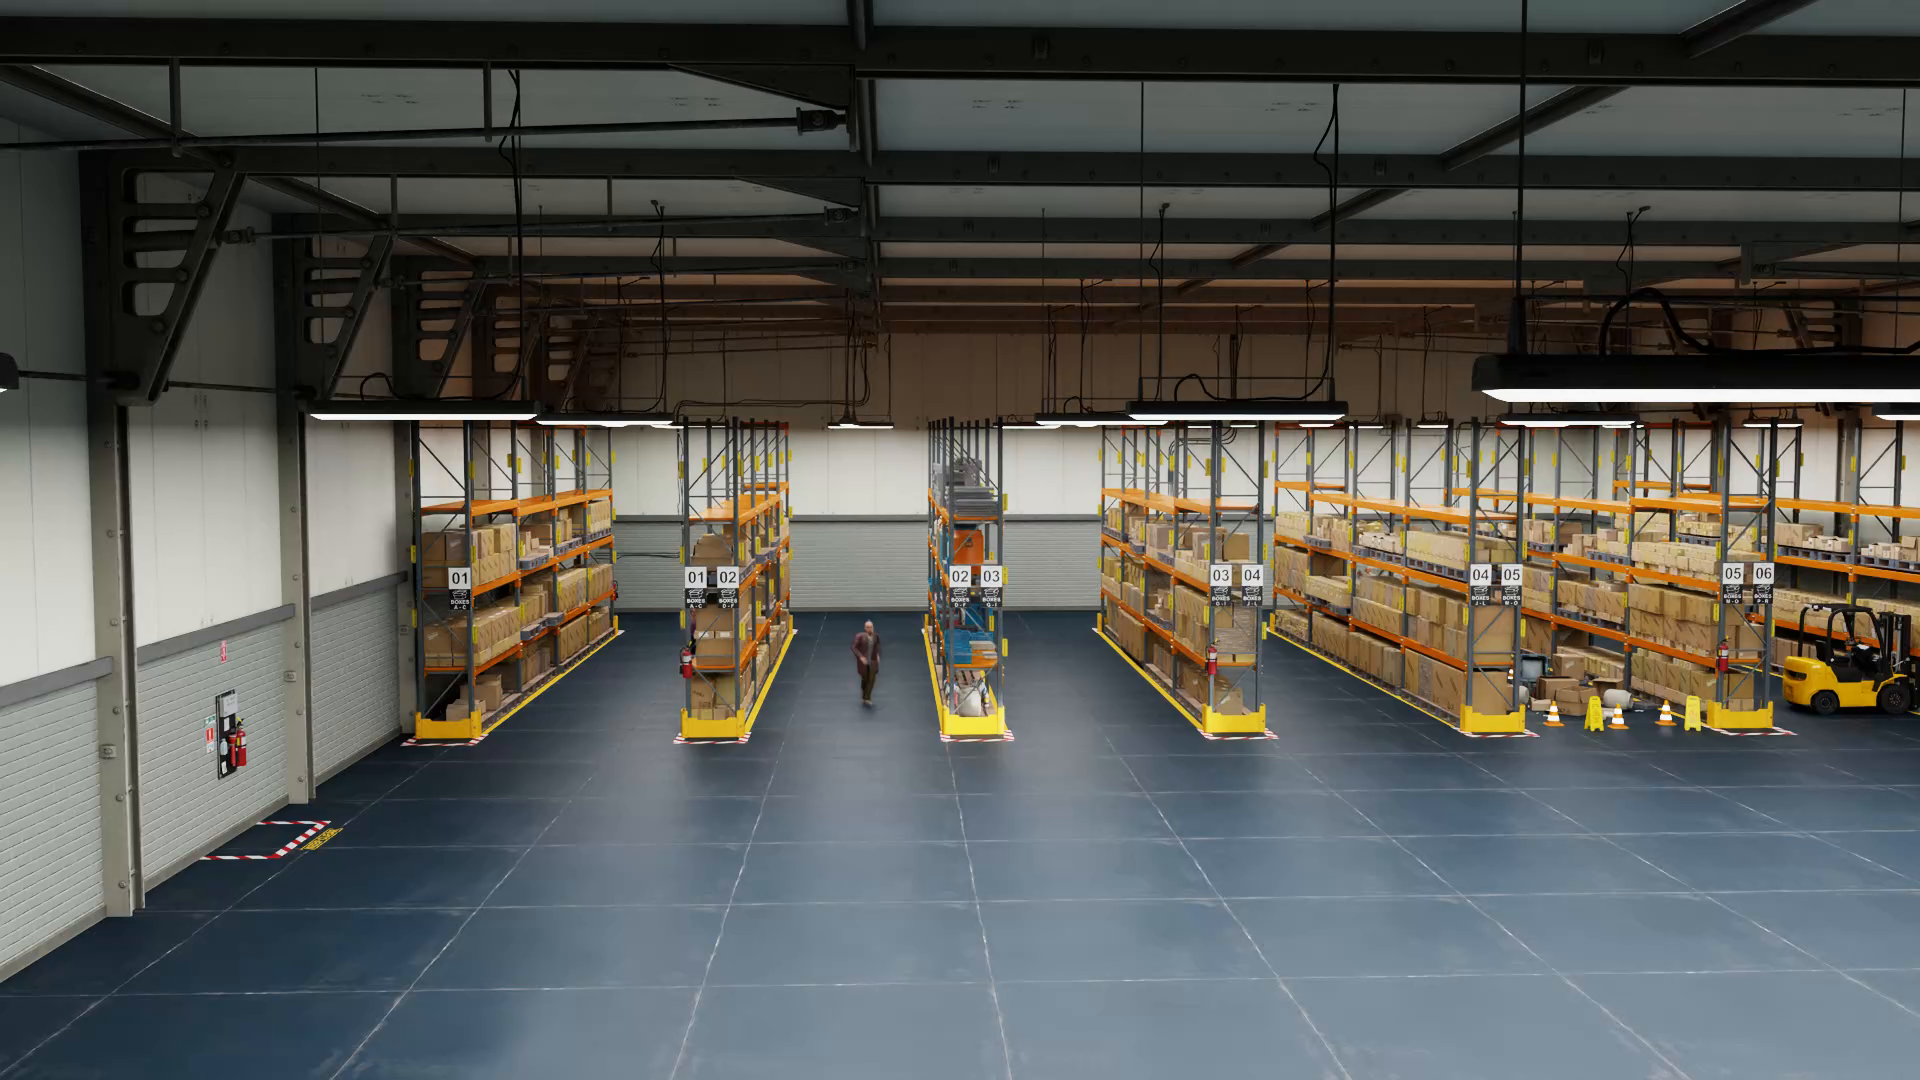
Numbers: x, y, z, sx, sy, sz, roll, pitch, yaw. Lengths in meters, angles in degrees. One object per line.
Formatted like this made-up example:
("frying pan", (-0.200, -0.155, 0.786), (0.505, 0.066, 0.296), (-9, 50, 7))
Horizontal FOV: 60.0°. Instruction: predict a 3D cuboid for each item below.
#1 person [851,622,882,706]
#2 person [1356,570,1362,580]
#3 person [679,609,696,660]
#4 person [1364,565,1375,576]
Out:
("person", (-1.985, 2.576, 35.067), (0.705, 1.763, 0.808), (-1, 4, -16))
("person", (12.059, 1.680, 50.167), (0.696, 1.545, 0.444), (-2, 4, -26))
("person", (-6.552, 2.342, 40.593), (0.585, 1.545, 0.904), (-1, 4, -10))
("person", (12.140, 1.606, 49.573), (0.734, 1.818, 0.637), (-1, 4, -14))
